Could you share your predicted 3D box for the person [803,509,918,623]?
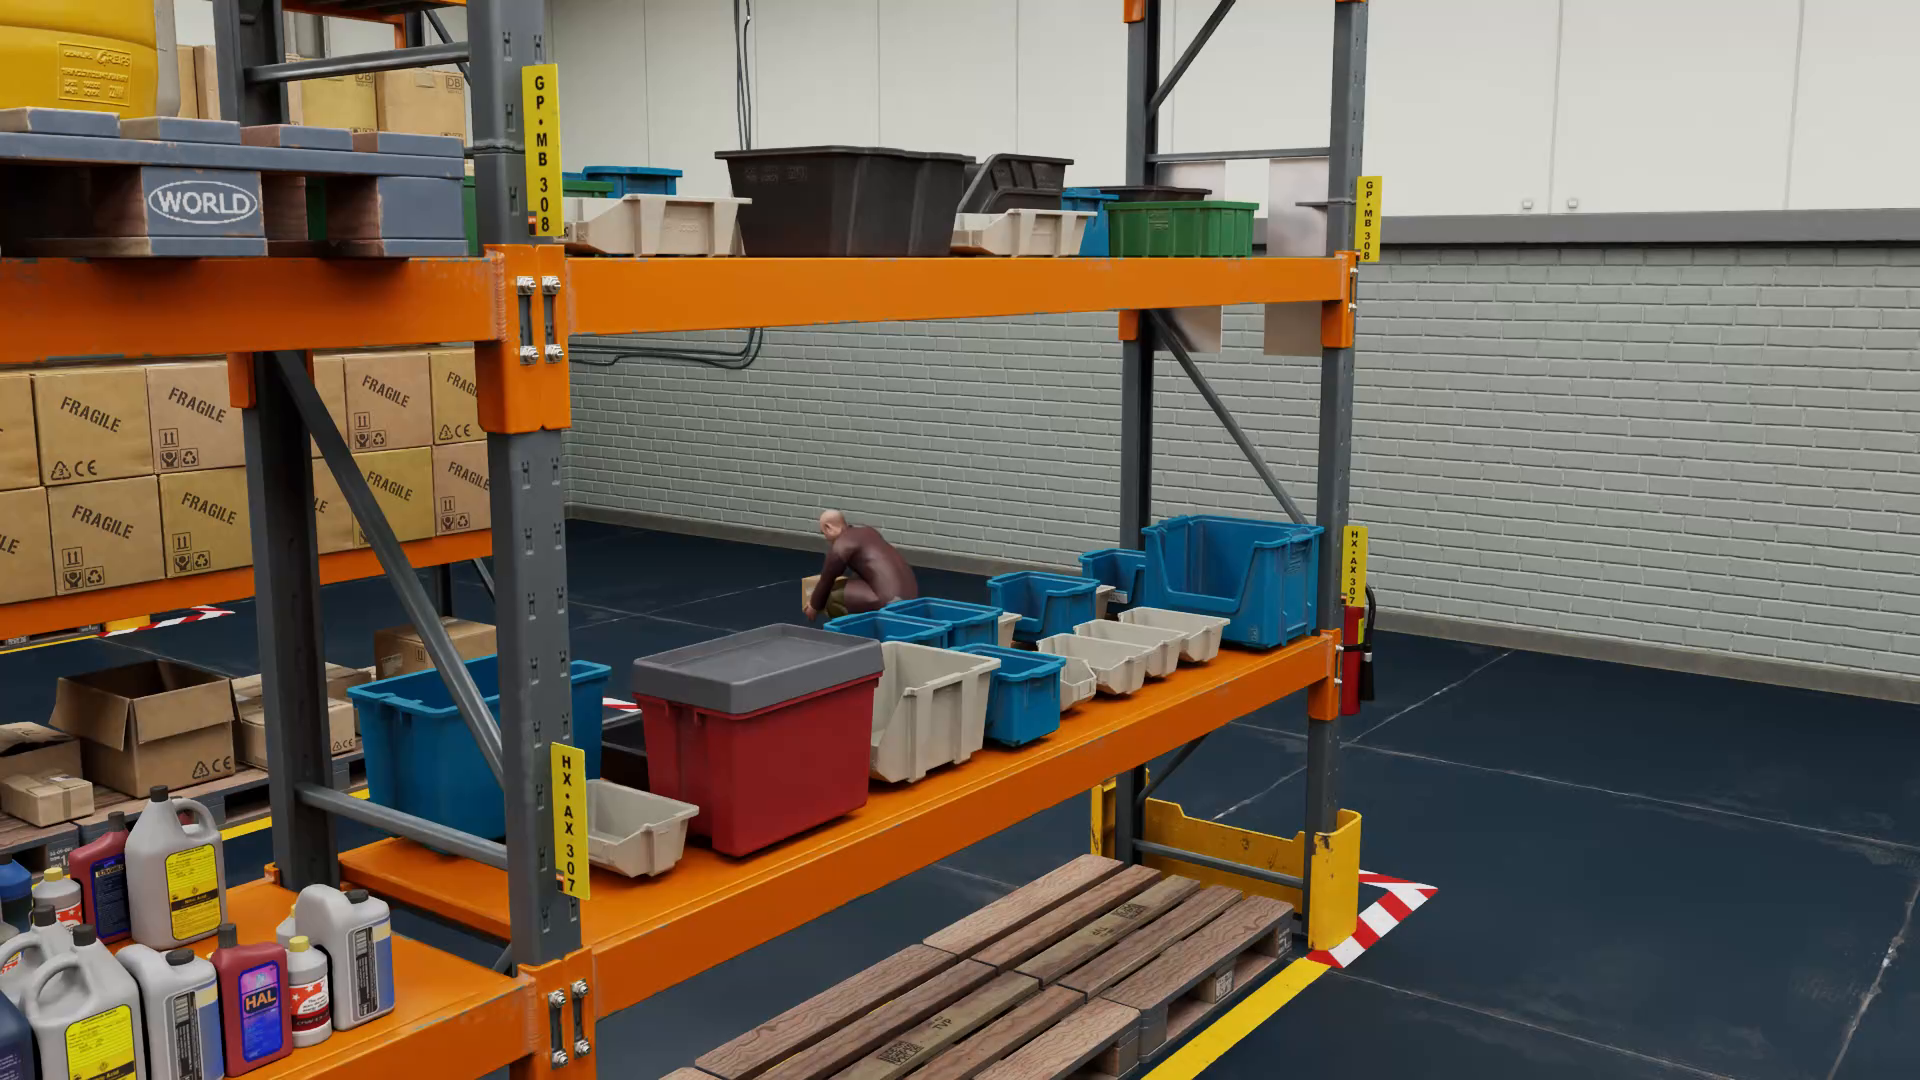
[{"bbox_3d":[-0.723,0.285,12.166,0.902,0.979,0.590,7,12,35],"label":"person"}]
